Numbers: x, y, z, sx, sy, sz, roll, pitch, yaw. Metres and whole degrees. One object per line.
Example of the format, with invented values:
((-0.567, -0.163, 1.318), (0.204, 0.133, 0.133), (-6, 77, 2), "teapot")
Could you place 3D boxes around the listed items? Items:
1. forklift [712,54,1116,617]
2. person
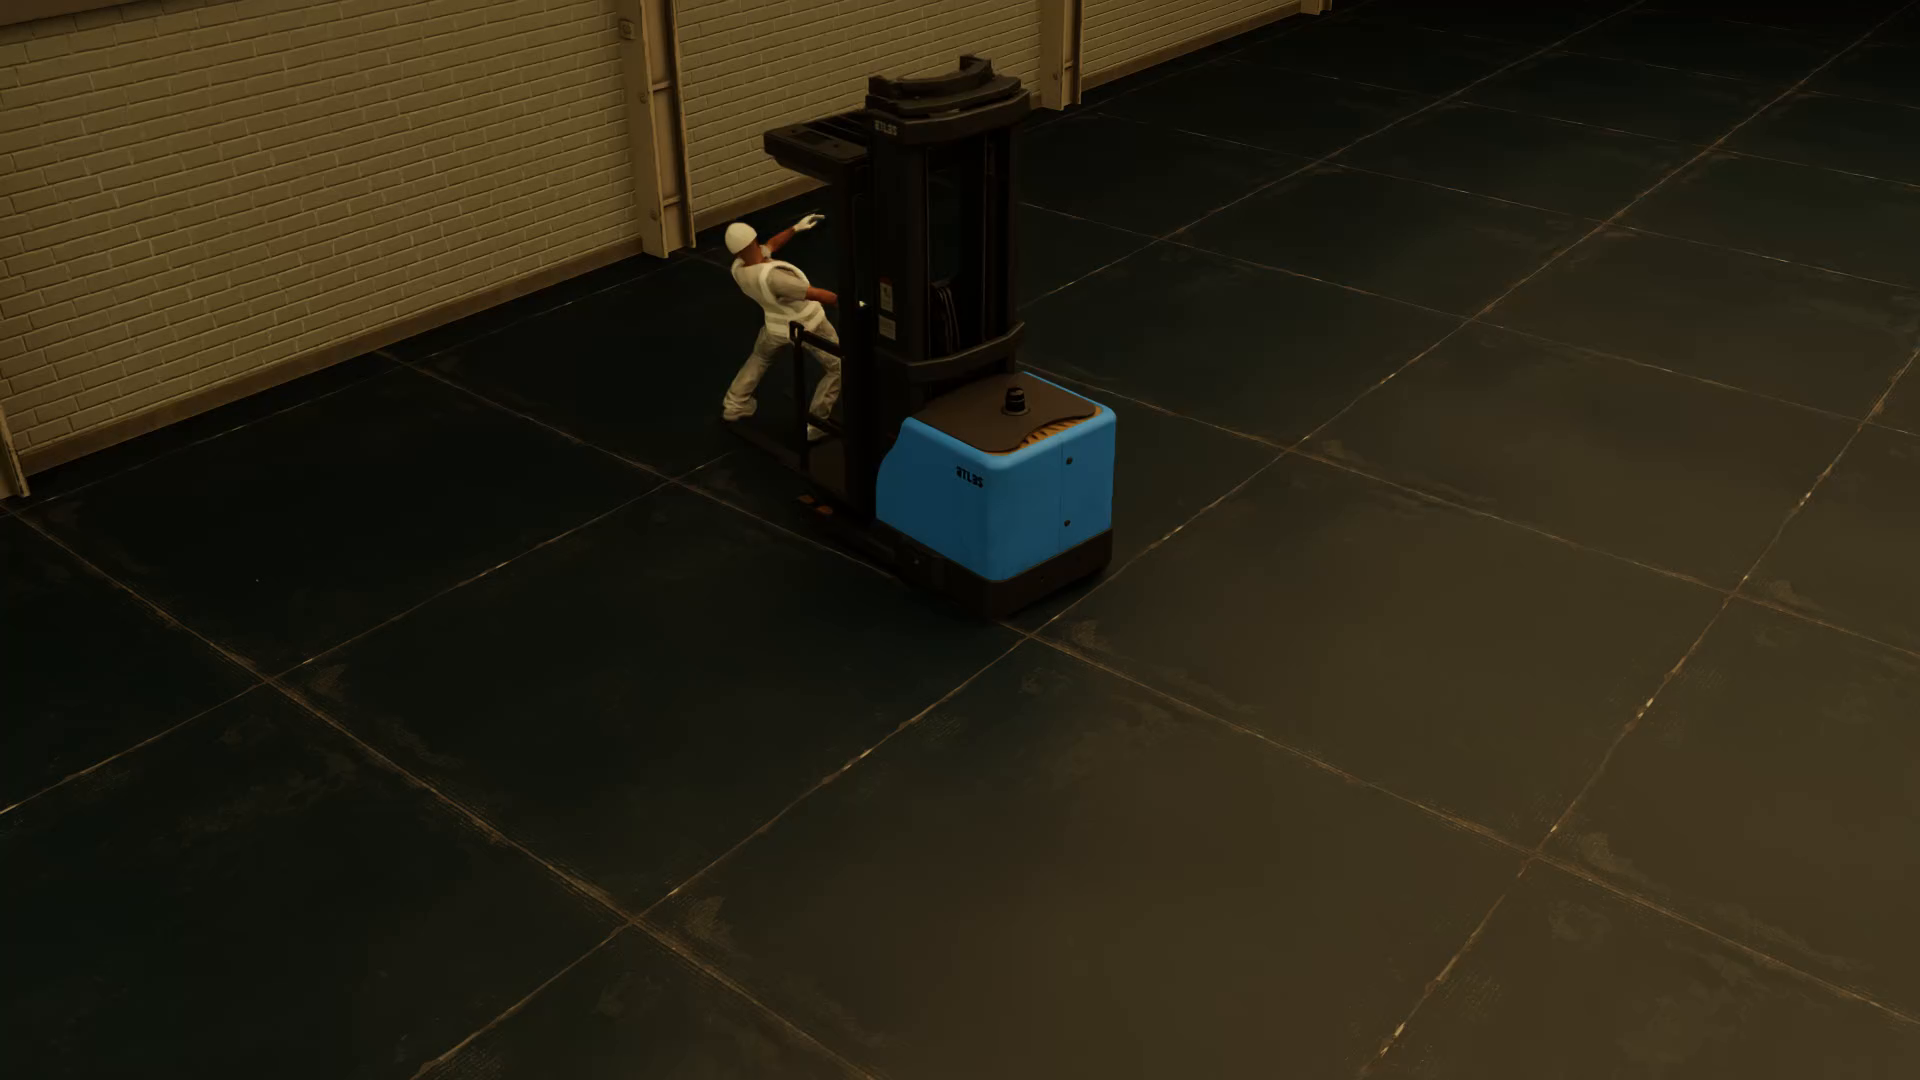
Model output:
((-0.444, -1.473, 10.116), (1.130, 2.935, 3.031), (-25, 39, -36), "forklift")
((-1.041, -1.421, 11.224), (1.035, 1.557, 0.779), (16, 34, 25), "person")
